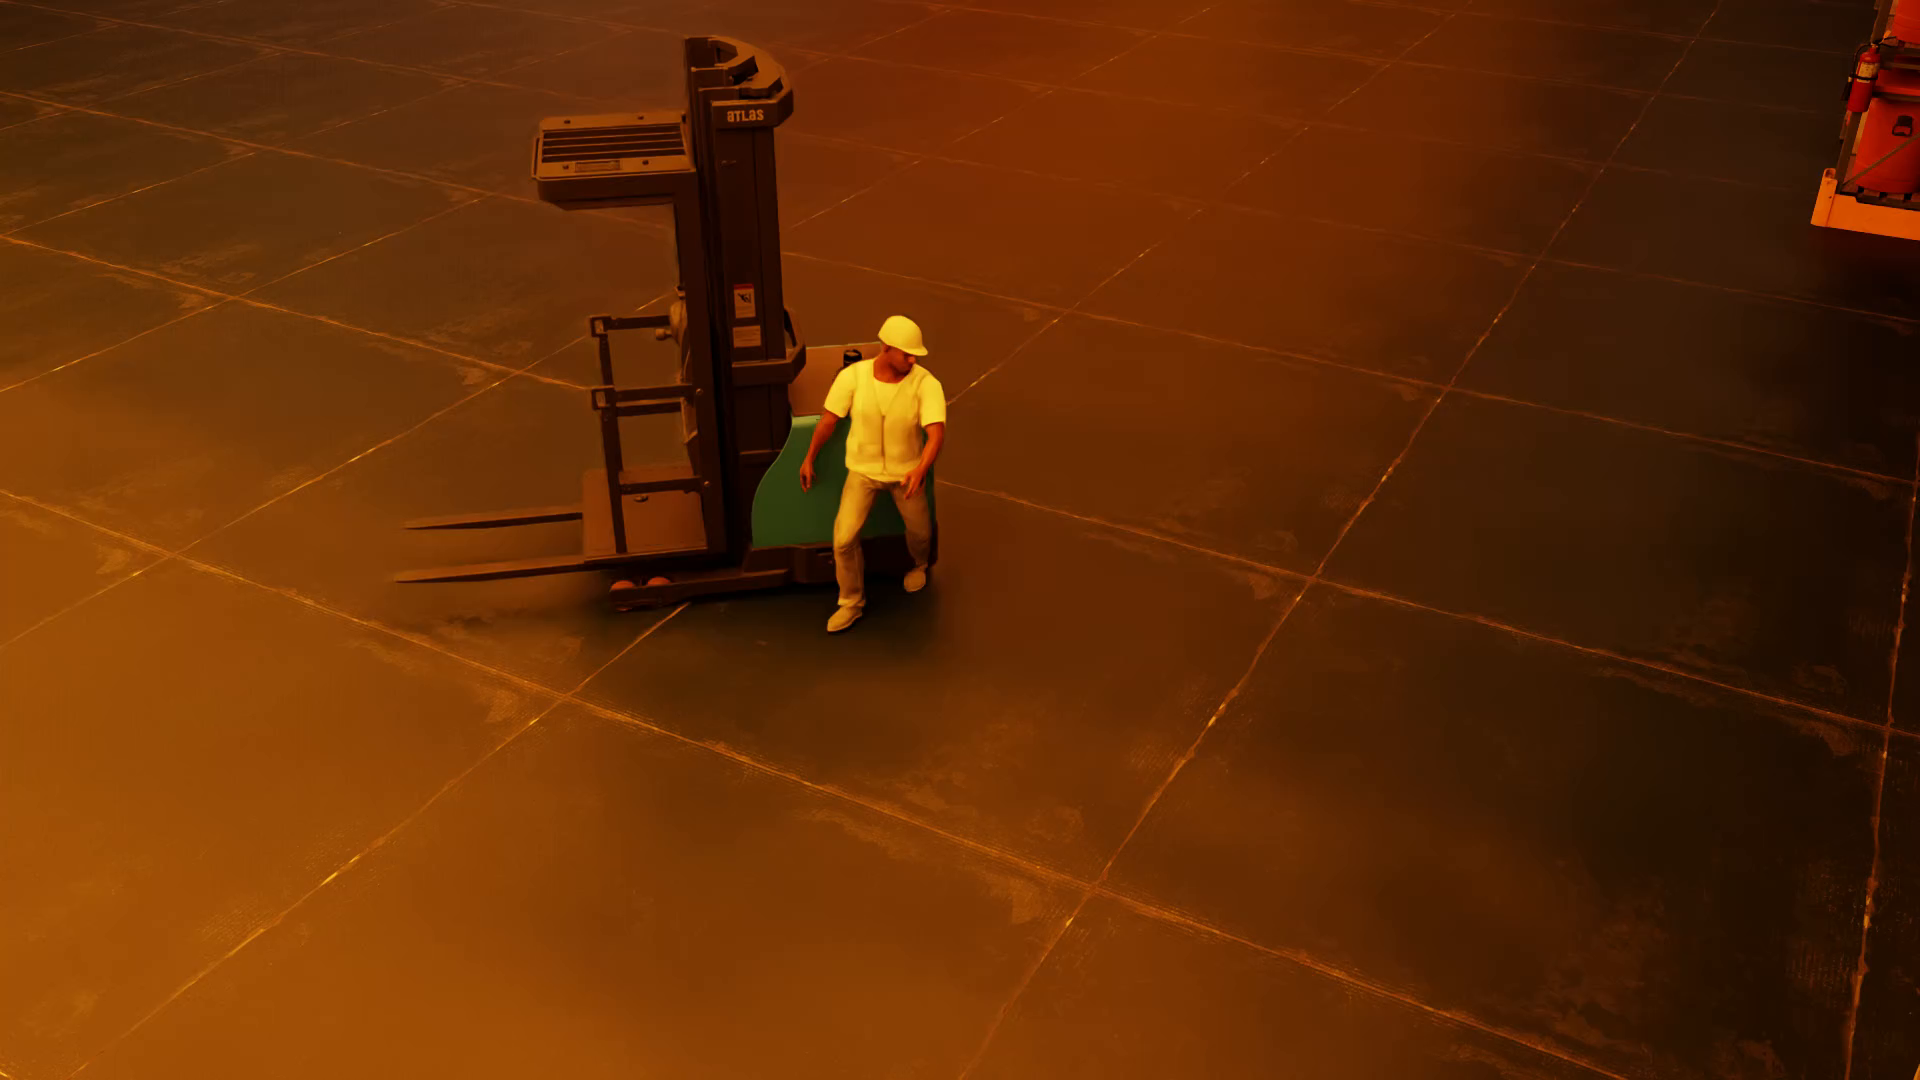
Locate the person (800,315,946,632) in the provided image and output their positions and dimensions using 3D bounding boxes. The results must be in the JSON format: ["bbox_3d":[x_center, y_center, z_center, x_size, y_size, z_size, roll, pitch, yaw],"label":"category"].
[{"bbox_3d":[-0.468,-0.358,8.949,0.791,1.703,0.835,-2,30,-3],"label":"person"}]

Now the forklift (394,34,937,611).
[{"bbox_3d":[-1.701,-1.160,9.081,3.031,2.935,1.130,-6,30,-10],"label":"forklift"}]
